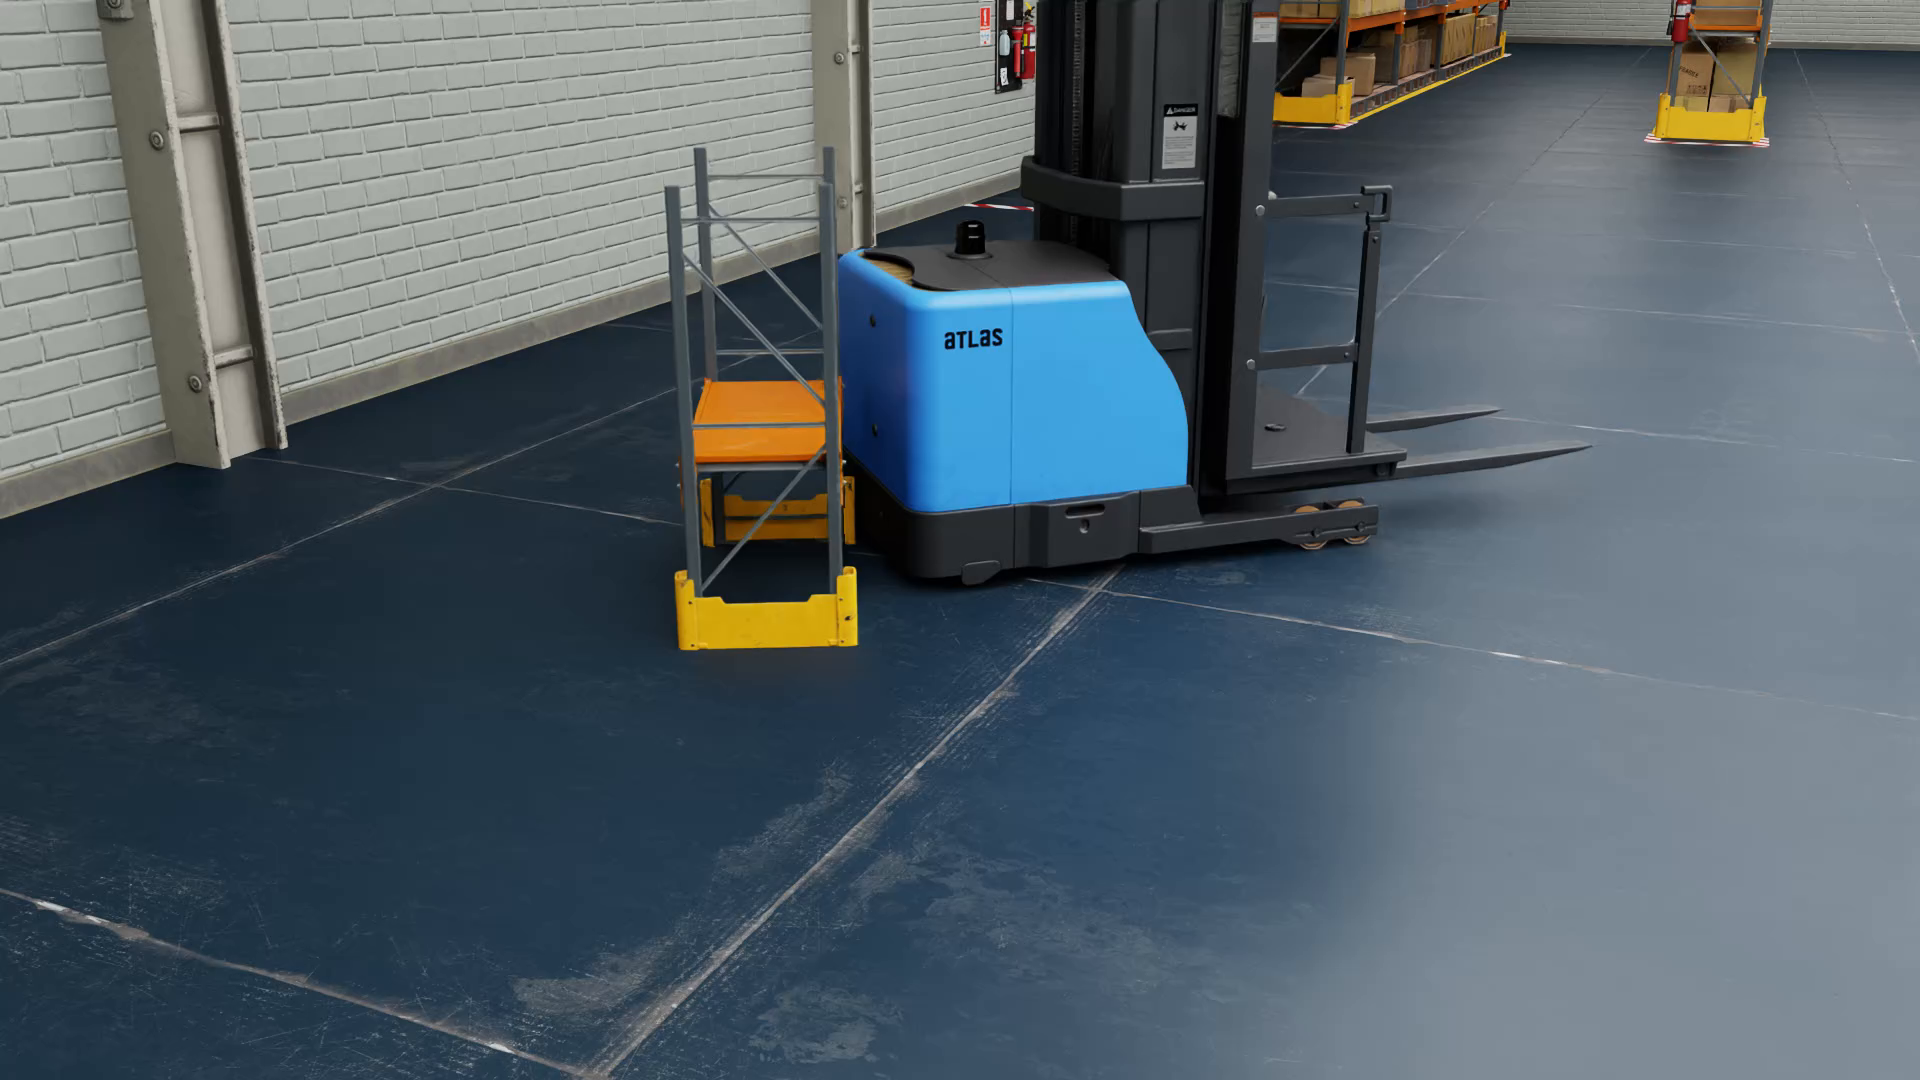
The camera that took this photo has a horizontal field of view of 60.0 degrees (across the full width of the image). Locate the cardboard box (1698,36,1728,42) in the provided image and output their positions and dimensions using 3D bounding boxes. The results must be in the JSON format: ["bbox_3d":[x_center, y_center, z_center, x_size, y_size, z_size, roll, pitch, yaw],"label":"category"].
[{"bbox_3d":[12.536,-8.463,27.744,0.500,0.250,0.500,9,22,25],"label":"cardboard box"}]

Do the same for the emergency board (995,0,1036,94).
[{"bbox_3d":[0.545,-4.726,15.280,0.194,1.169,0.643,9,21,23],"label":"emergency board"}]

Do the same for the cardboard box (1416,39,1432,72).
[{"bbox_3d":[7.580,-8.225,28.194,0.700,0.500,0.500,9,21,23],"label":"cardboard box"}]

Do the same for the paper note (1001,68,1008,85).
[{"bbox_3d":[0.410,-4.266,15.302,0.016,0.148,0.142,9,21,23],"label":"paper note"}]

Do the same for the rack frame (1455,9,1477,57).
[{"bbox_3d":[9.466,-10.646,31.926,1.000,3.000,0.127,9,21,23],"label":"rack frame"}]

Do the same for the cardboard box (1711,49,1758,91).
[{"bbox_3d":[9.891,-5.996,21.209,0.500,0.500,0.500,9,21,23],"label":"cardboard box"}]

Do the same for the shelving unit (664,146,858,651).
[{"bbox_3d":[-0.666,-0.530,5.720,0.587,1.500,1.083,-1,20,-4],"label":"shelving unit"}]

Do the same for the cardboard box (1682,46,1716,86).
[{"bbox_3d":[9.623,-6.220,21.839,0.500,0.500,0.500,9,21,23],"label":"cardboard box"}]

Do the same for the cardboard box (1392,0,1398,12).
[{"bbox_3d":[6.061,-7.801,24.122,0.500,0.250,0.500,9,21,23],"label":"cardboard box"}]

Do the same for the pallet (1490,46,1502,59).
[{"bbox_3d":[10.847,-10.299,35.115,1.003,0.211,1.213,9,21,23],"label":"pallet"}]

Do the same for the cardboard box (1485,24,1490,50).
[{"bbox_3d":[10.498,-10.354,34.210,0.700,0.500,0.500,8,21,21],"label":"cardboard box"}]

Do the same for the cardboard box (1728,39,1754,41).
[{"bbox_3d":[13.215,-8.187,28.088,0.500,0.500,0.500,8,21,22],"label":"cardboard box"}]

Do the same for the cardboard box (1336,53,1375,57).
[{"bbox_3d":[5.801,-6.907,24.487,0.500,0.500,0.500,7,21,19],"label":"cardboard box"}]

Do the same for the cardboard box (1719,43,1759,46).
[{"bbox_3d":[10.505,-6.454,22.498,0.500,0.500,0.500,9,21,23],"label":"cardboard box"}]

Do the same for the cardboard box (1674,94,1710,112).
[{"bbox_3d":[9.022,-5.406,20.669,0.500,0.250,0.500,9,21,23],"label":"cardboard box"}]

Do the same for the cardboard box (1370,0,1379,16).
[{"bbox_3d":[5.455,-7.337,22.818,0.500,0.250,0.500,8,21,22],"label":"cardboard box"}]

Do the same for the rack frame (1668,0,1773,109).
[{"bbox_3d":[9.072,-6.299,19.704,1.000,3.000,0.127,9,21,23],"label":"rack frame"}]

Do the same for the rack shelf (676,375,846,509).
[{"bbox_3d":[-0.665,-0.357,5.771,0.538,0.185,1.000,-1,20,-4],"label":"rack shelf"}]

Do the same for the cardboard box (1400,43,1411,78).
[{"bbox_3d":[6.887,-7.772,26.921,0.700,0.500,0.500,9,21,23],"label":"cardboard box"}]

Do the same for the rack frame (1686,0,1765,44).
[{"bbox_3d":[10.710,-7.522,23.142,1.000,3.000,0.127,9,21,23],"label":"rack frame"}]

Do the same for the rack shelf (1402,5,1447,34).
[{"bbox_3d":[7.009,-8.473,26.890,1.077,0.370,4.000,9,21,23],"label":"rack shelf"}]

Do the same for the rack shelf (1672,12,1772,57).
[{"bbox_3d":[9.891,-6.571,21.543,1.077,0.370,4.000,9,21,23],"label":"rack shelf"}]

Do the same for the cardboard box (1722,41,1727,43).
[{"bbox_3d":[12.517,-8.092,27.820,0.500,0.500,0.500,9,22,25],"label":"cardboard box"}]

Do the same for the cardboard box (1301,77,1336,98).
[{"bbox_3d":[4.917,-6.117,22.548,0.500,0.311,0.500,6,20,17],"label":"cardboard box"}]

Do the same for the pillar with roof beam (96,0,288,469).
[{"bbox_3d":[0.606,-4.043,4.409,9.100,9.000,0.400,9,21,23],"label":"pillar with roof beam"}]

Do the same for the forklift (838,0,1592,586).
[{"bbox_3d":[1.090,-1.501,6.316,3.031,2.935,1.130,-7,21,-18],"label":"forklift"}]

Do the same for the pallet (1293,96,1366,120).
[{"bbox_3d":[4.948,-5.930,22.829,1.003,0.211,1.213,9,21,23],"label":"pallet"}]

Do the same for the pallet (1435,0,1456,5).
[{"bbox_3d":[7.633,-9.100,27.867,1.213,0.211,1.003,9,21,23],"label":"pallet"}]

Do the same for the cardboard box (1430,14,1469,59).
[{"bbox_3d":[8.957,-9.342,30.842,0.750,0.750,0.750,9,22,24],"label":"cardboard box"}]

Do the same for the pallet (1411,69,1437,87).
[{"bbox_3d":[7.506,-7.870,28.284,1.003,0.211,1.213,9,21,23],"label":"pallet"}]

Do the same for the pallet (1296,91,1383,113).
[{"bbox_3d":[5.449,-6.302,23.874,1.003,0.211,1.213,9,21,23],"label":"pallet"}]

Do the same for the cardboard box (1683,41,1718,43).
[{"bbox_3d":[10.235,-6.678,23.129,0.500,0.500,0.500,9,21,23],"label":"cardboard box"}]

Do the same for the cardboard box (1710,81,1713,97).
[{"bbox_3d":[10.244,-6.324,23.251,0.500,0.250,0.500,9,21,23],"label":"cardboard box"}]

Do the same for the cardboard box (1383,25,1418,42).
[{"bbox_3d":[7.290,-8.413,27.603,0.500,0.250,0.500,9,21,24],"label":"cardboard box"}]

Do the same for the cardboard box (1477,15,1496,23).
[{"bbox_3d":[10.918,-10.824,34.564,0.380,0.149,0.250,9,22,24],"label":"cardboard box"}]

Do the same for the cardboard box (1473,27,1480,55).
[{"bbox_3d":[9.865,-9.880,32.878,0.700,0.500,0.500,9,21,23],"label":"cardboard box"}]

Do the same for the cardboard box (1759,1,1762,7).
[{"bbox_3d":[12.232,-8.313,25.743,0.380,0.149,0.250,9,21,23],"label":"cardboard box"}]

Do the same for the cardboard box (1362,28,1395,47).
[{"bbox_3d":[6.653,-7.945,26.288,0.500,0.250,0.500,8,21,22],"label":"cardboard box"}]

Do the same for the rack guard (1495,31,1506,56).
[{"bbox_3d":[11.113,-10.698,35.804,1.175,0.500,0.348,9,21,23],"label":"rack guard"}]
